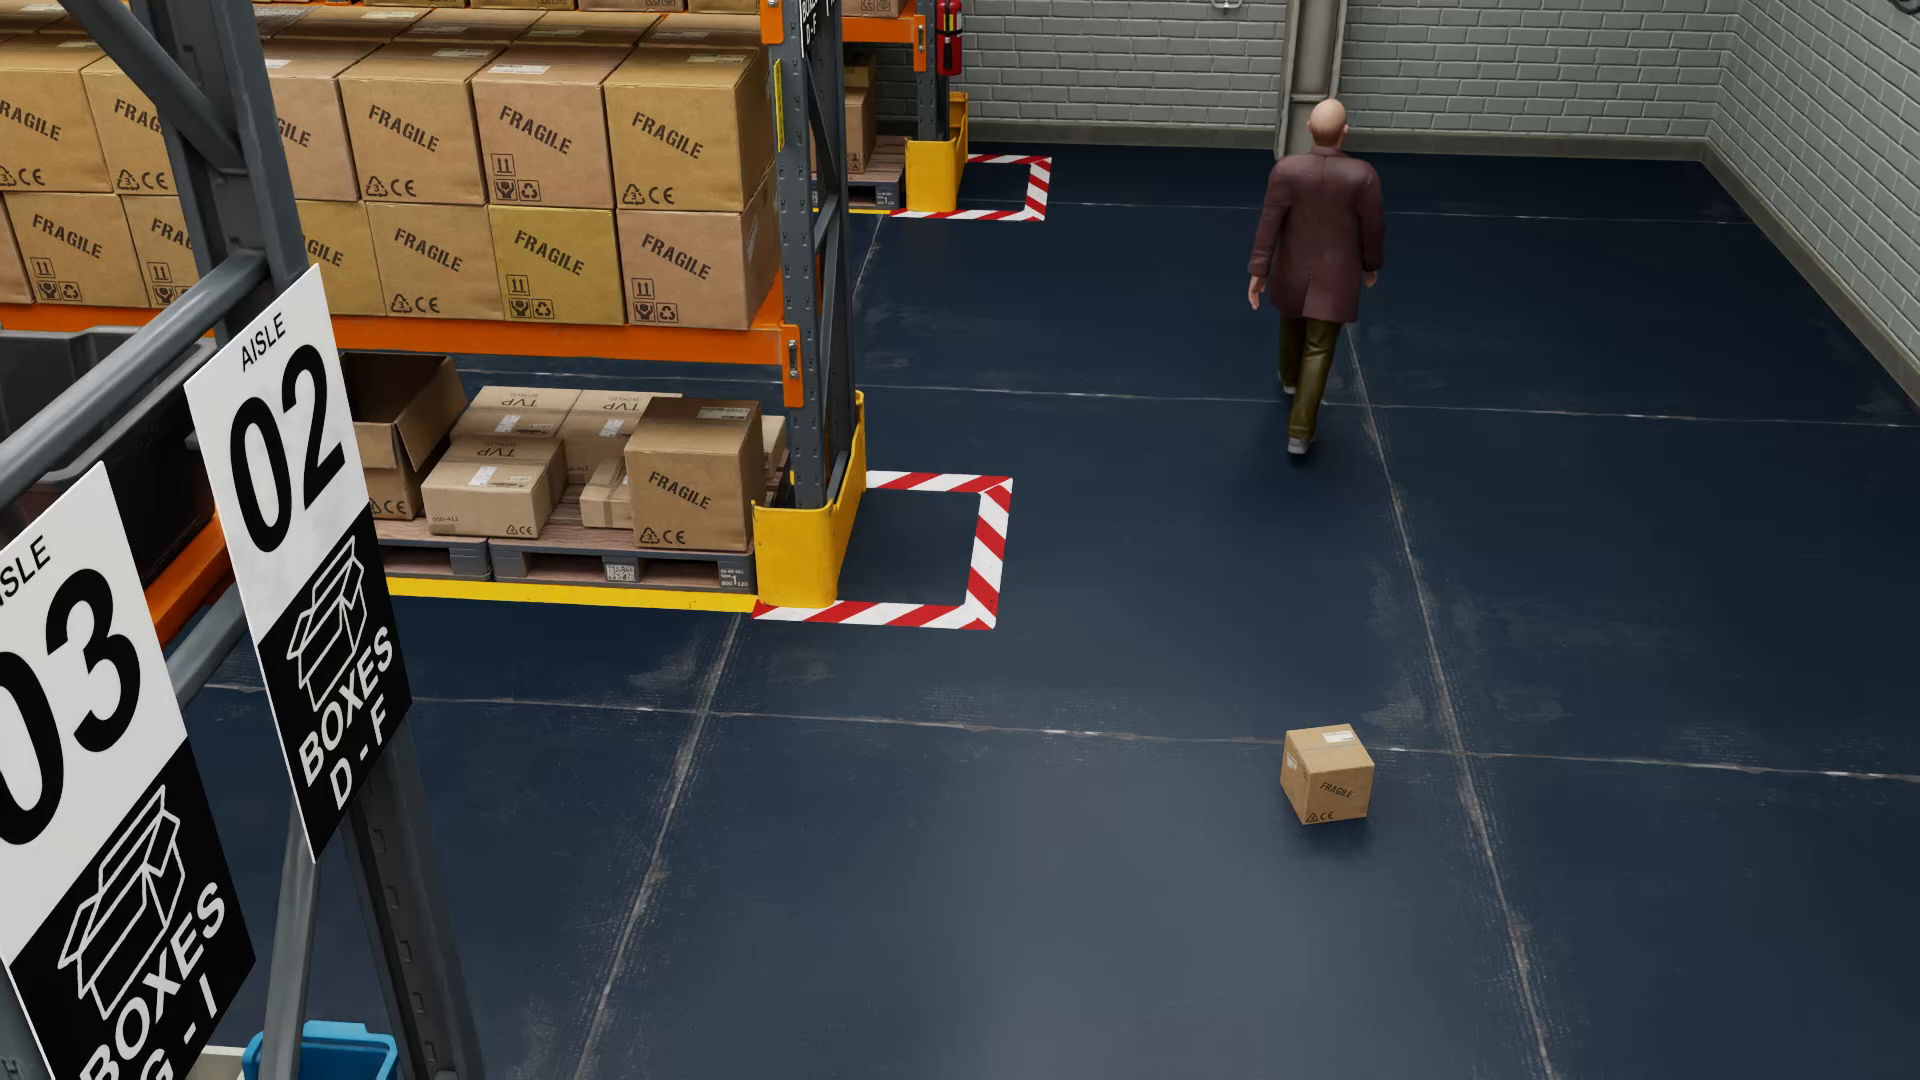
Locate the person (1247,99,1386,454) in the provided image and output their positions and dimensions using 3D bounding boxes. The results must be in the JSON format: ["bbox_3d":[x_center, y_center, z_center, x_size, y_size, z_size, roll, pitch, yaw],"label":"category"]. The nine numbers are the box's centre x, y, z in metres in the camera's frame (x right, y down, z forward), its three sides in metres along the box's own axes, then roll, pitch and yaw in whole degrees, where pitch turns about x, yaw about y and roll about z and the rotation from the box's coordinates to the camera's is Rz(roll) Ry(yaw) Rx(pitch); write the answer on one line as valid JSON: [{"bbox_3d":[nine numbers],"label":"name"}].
[{"bbox_3d":[1.816,-1.406,8.414,0.628,1.724,1.062,12,34,19],"label":"person"}]
